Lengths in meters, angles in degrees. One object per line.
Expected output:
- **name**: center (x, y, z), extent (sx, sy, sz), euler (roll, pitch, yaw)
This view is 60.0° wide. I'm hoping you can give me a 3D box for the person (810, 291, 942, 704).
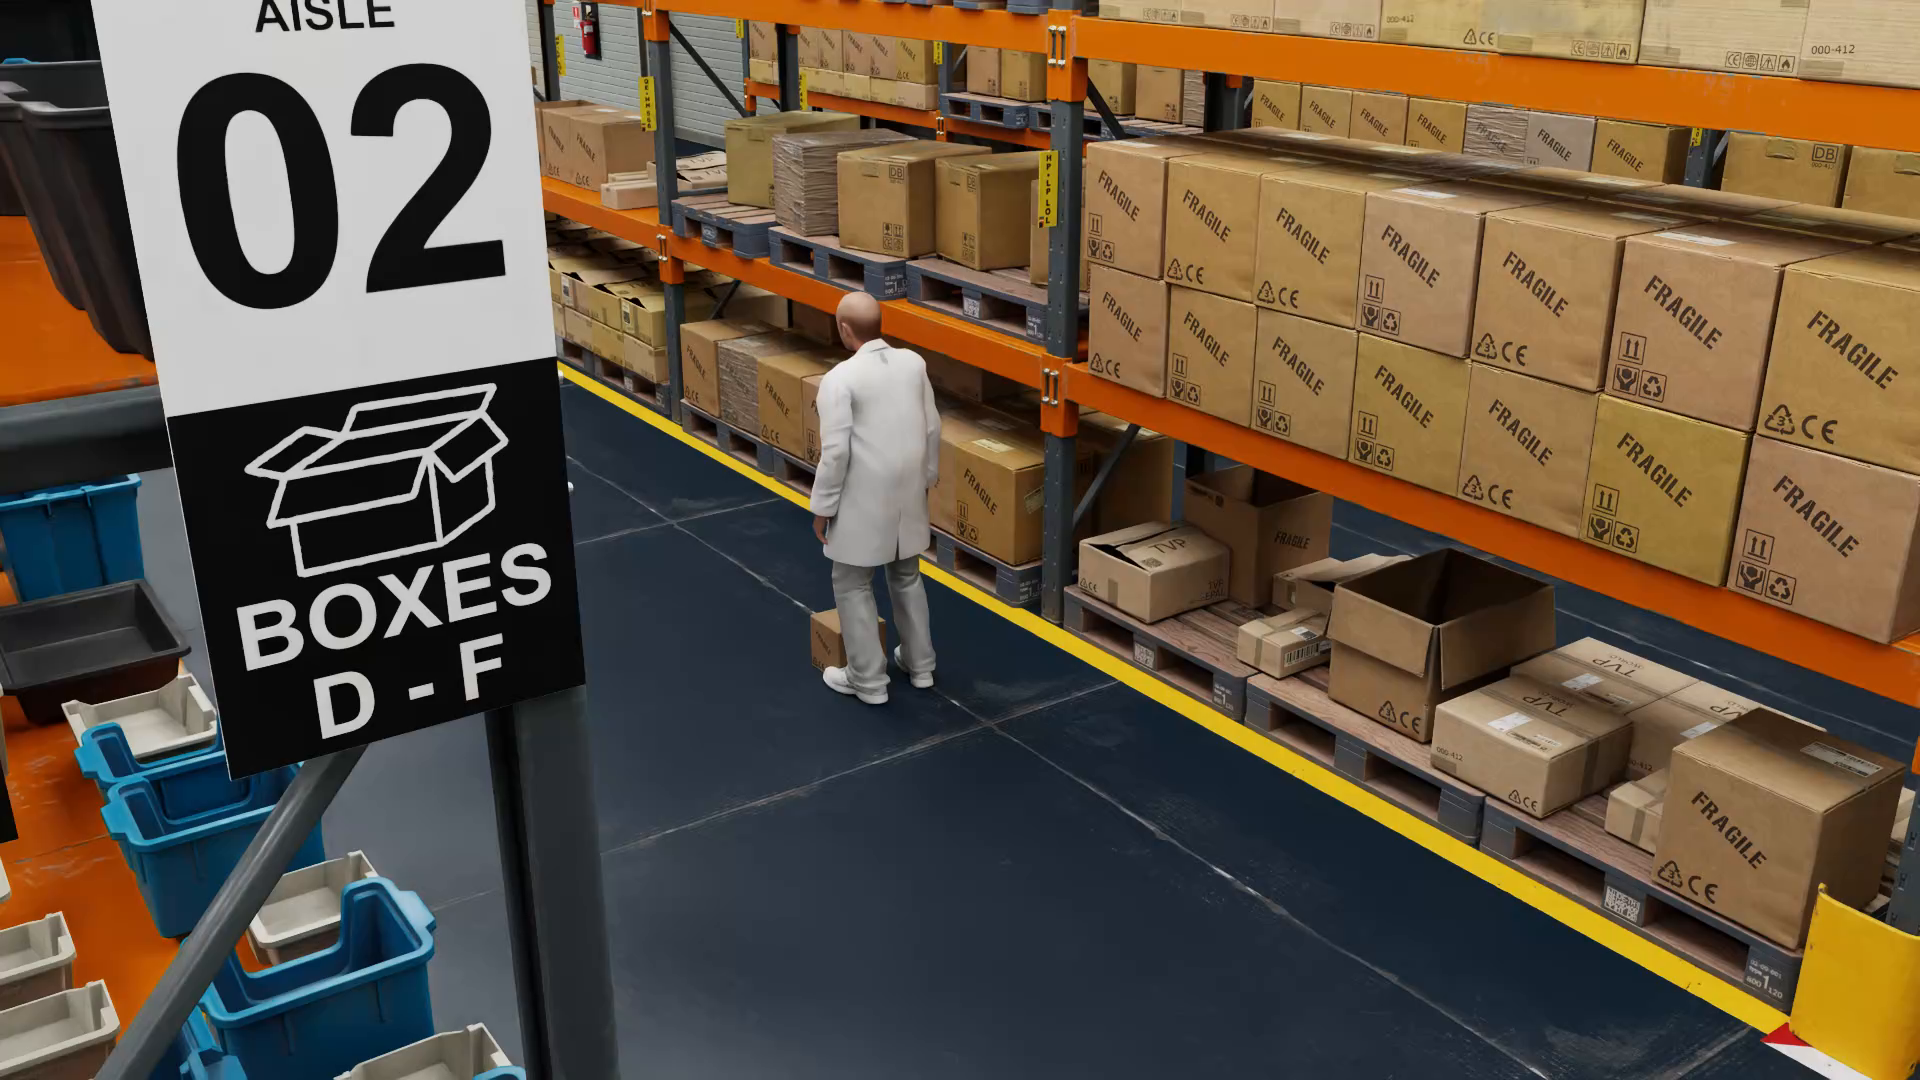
- **person**: center (-0.362, -0.173, 7.055), extent (0.649, 1.773, 0.429), euler (-16, 26, -36)
